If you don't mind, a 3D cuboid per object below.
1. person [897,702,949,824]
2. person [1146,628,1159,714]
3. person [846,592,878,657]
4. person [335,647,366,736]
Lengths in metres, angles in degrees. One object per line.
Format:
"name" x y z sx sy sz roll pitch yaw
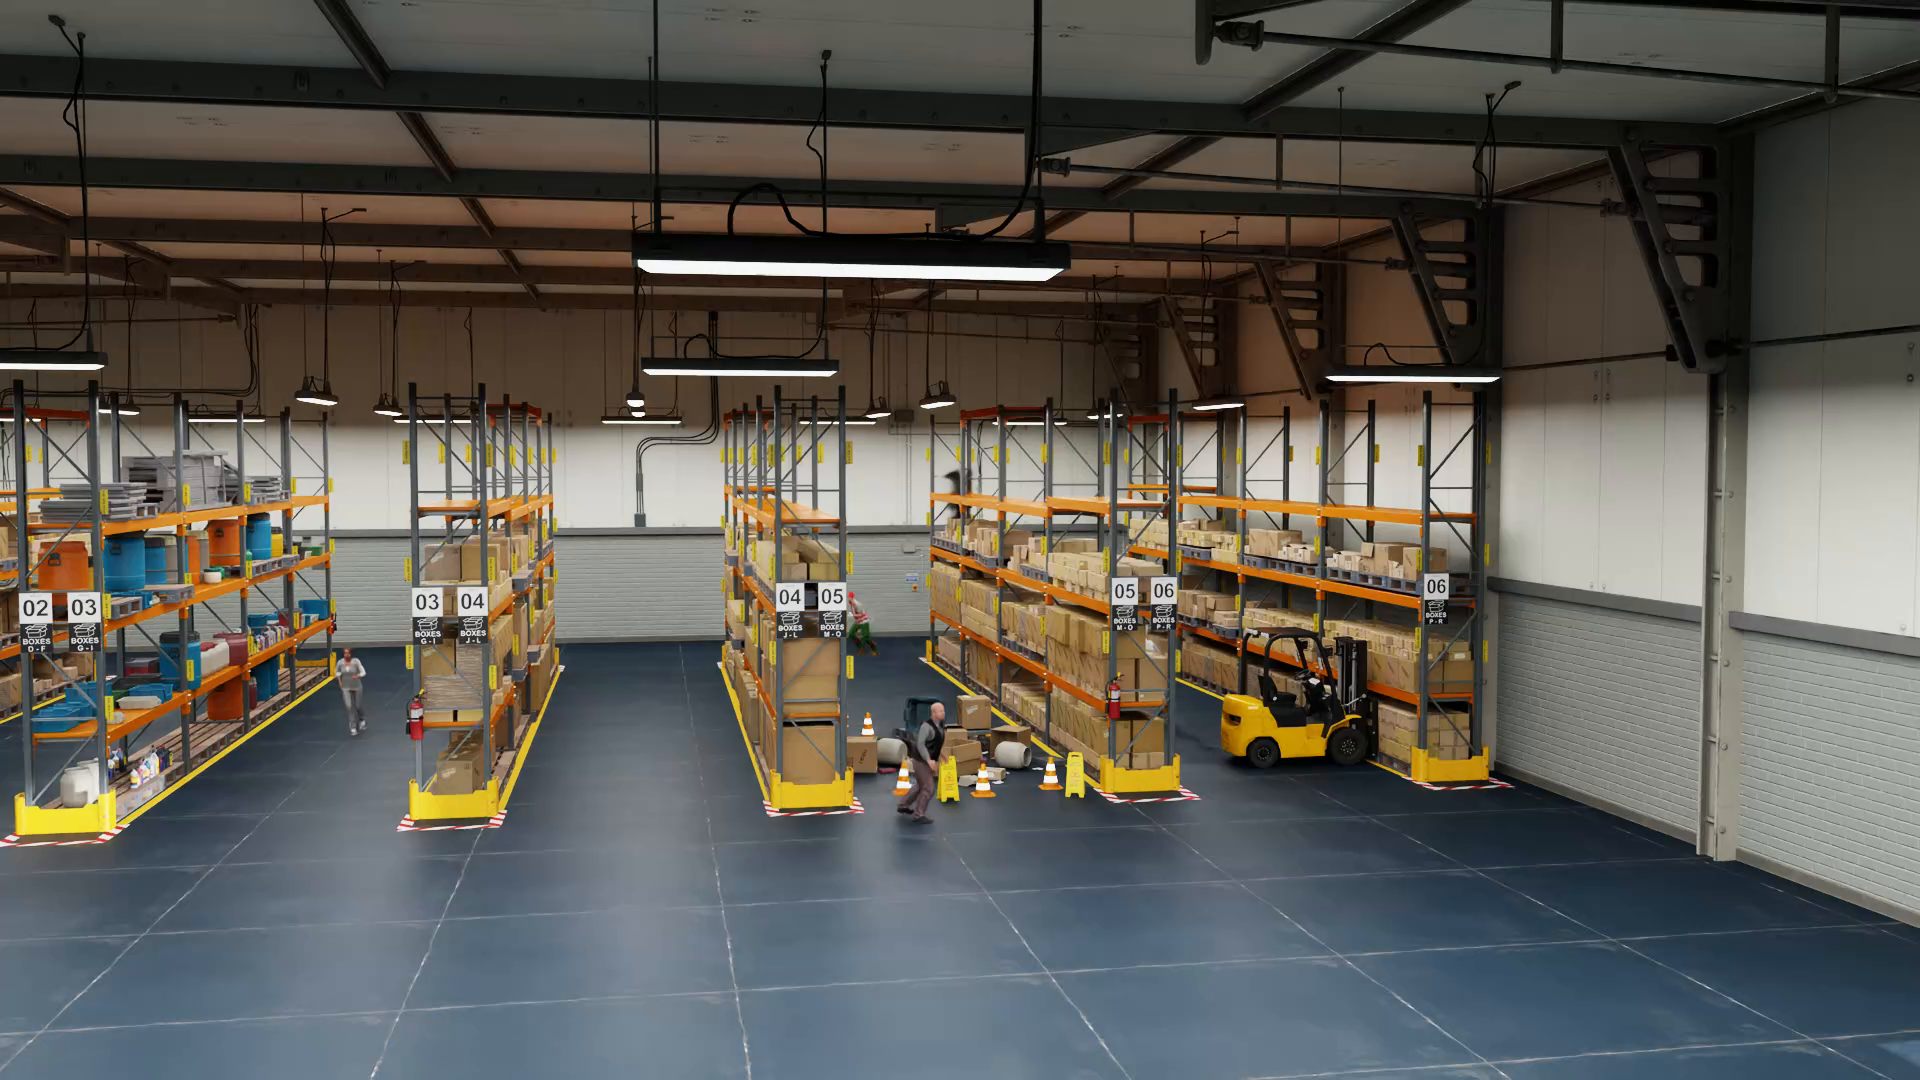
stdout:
"person" -0.537 3.027 22.701 0.748 1.667 0.664 1 3 14
"person" 3.487 2.529 31.659 0.659 1.770 0.776 -1 3 -13
"person" -2.496 2.091 41.361 0.964 1.647 0.711 -2 3 -30
"person" -10.927 2.682 29.814 0.531 1.562 0.838 -1 3 -16
